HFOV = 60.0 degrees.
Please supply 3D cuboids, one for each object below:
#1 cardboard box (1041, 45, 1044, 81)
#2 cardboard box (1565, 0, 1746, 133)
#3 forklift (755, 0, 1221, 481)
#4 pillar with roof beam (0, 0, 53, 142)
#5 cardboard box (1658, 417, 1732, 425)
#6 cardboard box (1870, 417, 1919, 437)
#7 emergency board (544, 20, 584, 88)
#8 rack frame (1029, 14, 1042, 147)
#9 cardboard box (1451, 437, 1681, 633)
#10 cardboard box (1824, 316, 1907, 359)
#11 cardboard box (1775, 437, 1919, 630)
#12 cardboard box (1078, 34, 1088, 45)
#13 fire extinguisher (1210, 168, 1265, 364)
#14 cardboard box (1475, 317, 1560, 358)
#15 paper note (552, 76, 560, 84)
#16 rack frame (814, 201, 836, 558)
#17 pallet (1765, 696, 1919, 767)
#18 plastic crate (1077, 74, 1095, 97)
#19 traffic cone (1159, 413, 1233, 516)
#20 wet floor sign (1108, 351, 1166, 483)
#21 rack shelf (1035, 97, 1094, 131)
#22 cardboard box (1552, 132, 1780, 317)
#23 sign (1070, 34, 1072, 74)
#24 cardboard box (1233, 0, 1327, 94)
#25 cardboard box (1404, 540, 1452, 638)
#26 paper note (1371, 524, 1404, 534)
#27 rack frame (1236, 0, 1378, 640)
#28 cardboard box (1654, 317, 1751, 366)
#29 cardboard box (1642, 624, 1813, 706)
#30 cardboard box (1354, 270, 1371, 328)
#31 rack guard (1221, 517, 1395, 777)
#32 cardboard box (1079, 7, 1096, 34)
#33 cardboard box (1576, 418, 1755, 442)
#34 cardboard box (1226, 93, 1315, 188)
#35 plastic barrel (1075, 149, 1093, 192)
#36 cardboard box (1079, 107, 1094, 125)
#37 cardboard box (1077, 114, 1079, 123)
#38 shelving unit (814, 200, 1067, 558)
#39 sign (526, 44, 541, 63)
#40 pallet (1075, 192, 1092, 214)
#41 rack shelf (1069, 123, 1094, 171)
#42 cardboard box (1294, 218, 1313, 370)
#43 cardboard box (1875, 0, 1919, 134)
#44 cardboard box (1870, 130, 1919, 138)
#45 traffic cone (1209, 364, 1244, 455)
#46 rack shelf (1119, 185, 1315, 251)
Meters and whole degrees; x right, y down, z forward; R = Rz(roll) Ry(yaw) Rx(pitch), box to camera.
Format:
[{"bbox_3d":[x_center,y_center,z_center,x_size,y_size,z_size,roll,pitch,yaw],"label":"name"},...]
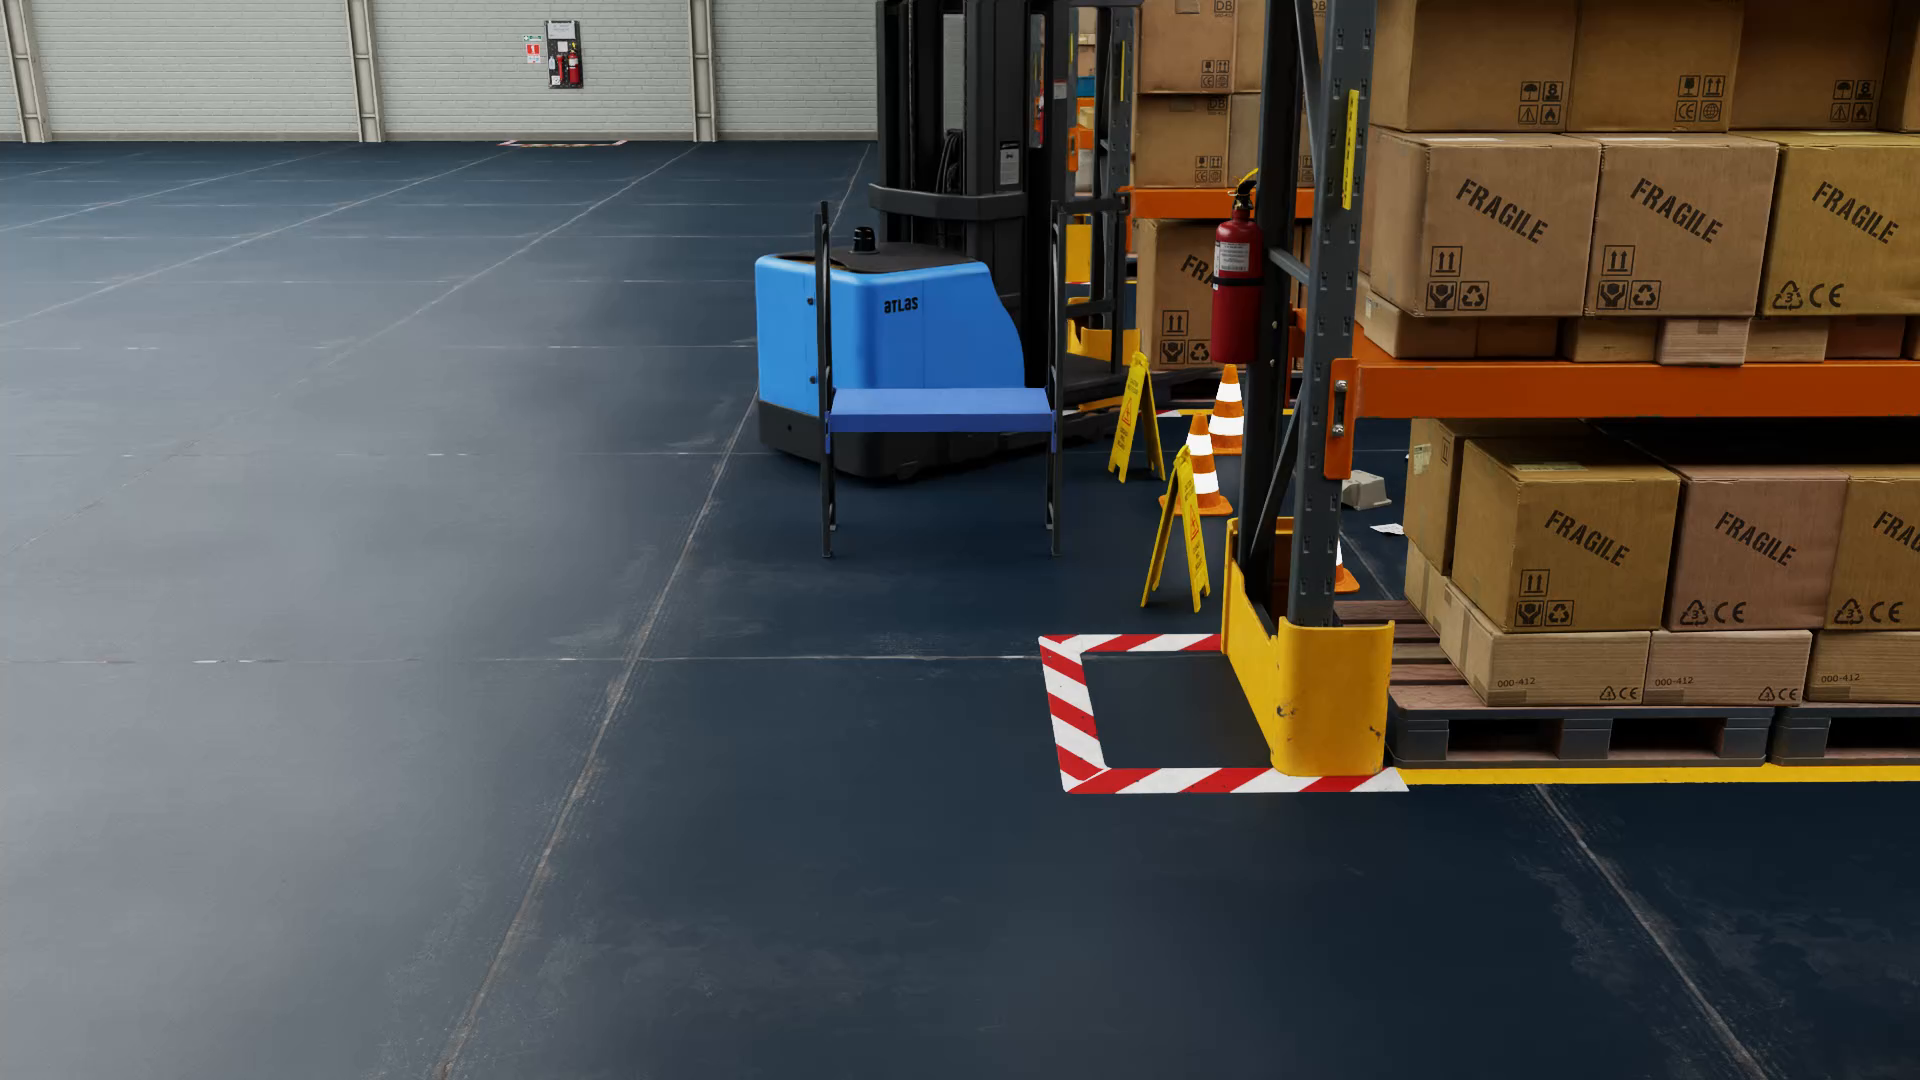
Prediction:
[{"bbox_3d":[1.252,-6.956,24.202,0.500,0.500,0.700,0,18,-1],"label":"cardboard box"},{"bbox_3d":[2.107,-1.593,5.358,0.500,0.500,0.700,0,18,0],"label":"cardboard box"},{"bbox_3d":[0.354,-2.049,9.180,3.031,2.935,1.130,-15,23,-38],"label":"forklift"},{"bbox_3d":[-16.541,-10.146,24.487,0.400,9.000,9.100,0,18,-1],"label":"pillar with roof beam"},{"bbox_3d":[2.508,-0.521,5.828,0.250,0.149,0.380,0,18,0],"label":"cardboard box"},{"bbox_3d":[3.446,-0.197,5.879,0.500,0.500,0.500,1,18,2],"label":"cardboard box"},{"bbox_3d":[-7.082,-8.662,29.682,0.643,1.169,0.194,0,18,-1],"label":"emergency board"},{"bbox_3d":[0.859,-5.398,19.506,0.127,3.000,1.000,0,18,-1],"label":"rack frame"},{"bbox_3d":[1.929,-0.026,5.346,0.500,0.500,0.500,-1,18,-3],"label":"cardboard box"},{"bbox_3d":[2.732,-0.677,5.203,0.250,0.149,0.380,0,18,1],"label":"cardboard box"},{"bbox_3d":[2.953,-0.029,5.358,0.500,0.500,0.500,0,18,0],"label":"cardboard box"},{"bbox_3d":[1.694,-7.206,23.918,0.250,0.149,0.380,0,18,-1],"label":"cardboard box"},{"bbox_3d":[0.972,-0.962,5.804,0.183,0.674,0.296,0,18,-1],"label":"fire extinguisher"},{"bbox_3d":[1.689,-0.683,5.219,0.250,0.149,0.380,0,18,0],"label":"cardboard box"},{"bbox_3d":[-7.260,-8.263,29.879,0.142,0.148,0.016,0,18,-1],"label":"paper note"},{"bbox_3d":[-0.594,-0.711,7.353,0.032,1.500,0.500,0,18,-1],"label":"rack frame"},{"bbox_3d":[3.200,0.471,5.776,1.213,0.211,1.003,0,18,-1],"label":"pallet"},{"bbox_3d":[1.355,-5.421,19.821,0.616,0.251,0.499,0,18,-1],"label":"plastic crate"},{"bbox_3d":[1.146,-0.384,8.029,0.334,0.463,0.336,0,18,-1],"label":"traffic cone"},{"bbox_3d":[0.917,-0.644,8.541,0.232,0.644,0.267,-3,18,-10],"label":"wet floor sign"},{"bbox_3d":[2.859,-5.065,19.646,4.000,0.370,1.077,0,18,-1],"label":"rack shelf"},{"bbox_3d":[2.090,-0.969,5.048,0.500,0.500,0.500,0,18,1],"label":"cardboard box"},{"bbox_3d":[0.946,-4.131,14.142,0.005,0.325,0.100,0,18,-1],"label":"sign"},{"bbox_3d":[1.835,-2.976,9.944,0.550,0.550,0.875,0,18,-1],"label":"cardboard box"},{"bbox_3d":[1.922,0.165,5.980,0.500,0.250,0.500,0,18,-1],"label":"cardboard box"},{"bbox_3d":[2.008,-0.057,7.718,0.142,0.019,0.148,-7,19,-20],"label":"paper note"},{"bbox_3d":[1.094,-0.858,5.355,0.127,3.000,1.000,0,18,-1],"label":"rack frame"},{"bbox_3d":[2.210,-0.646,5.106,0.250,0.149,0.380,0,18,0],"label":"cardboard box"},{"bbox_3d":[2.415,0.331,5.460,0.500,0.250,0.500,0,18,1],"label":"cardboard box"},{"bbox_3d":[1.464,-0.806,5.603,0.250,0.149,0.380,0,18,1],"label":"cardboard box"},{"bbox_3d":[1.170,0.332,5.738,0.348,0.500,1.175,0,18,-1],"label":"rack guard"},{"bbox_3d":[1.831,-7.579,24.017,0.500,0.500,0.700,-1,18,-2],"label":"cardboard box"},{"bbox_3d":[2.413,-0.193,5.868,0.500,0.500,0.500,0,18,1],"label":"cardboard box"},{"bbox_3d":[1.835,-2.466,10.121,0.550,0.550,0.875,0,18,-1],"label":"cardboard box"},{"bbox_3d":[1.516,-4.440,19.905,0.421,0.512,0.421,0,18,0],"label":"plastic barrel"},{"bbox_3d":[1.219,-3.830,15.030,0.250,0.149,0.380,0,18,-1],"label":"cardboard box"},{"bbox_3d":[1.824,-6.096,24.269,0.500,0.500,0.500,0,18,-1],"label":"cardboard box"},{"bbox_3d":[-0.085,-0.714,7.360,1.048,1.500,0.538,0,18,-1],"label":"shelving unit"},{"bbox_3d":[-7.636,-8.708,29.766,0.234,0.329,0.001,0,18,-1],"label":"sign"},{"bbox_3d":[1.747,-4.087,19.985,1.213,0.211,1.003,0,18,-1],"label":"pallet"},{"bbox_3d":[2.937,-3.552,14.930,4.000,0.370,1.077,0,18,-1],"label":"rack shelf"},{"bbox_3d":[2.472,-1.586,10.415,0.875,0.875,0.875,-1,18,-2],"label":"cardboard box"},{"bbox_3d":[3.117,-1.587,5.339,0.500,0.500,0.700,0,18,-1],"label":"cardboard box"},{"bbox_3d":[3.108,-0.976,5.073,0.500,0.500,0.500,-1,18,-2],"label":"cardboard box"},{"bbox_3d":[1.468,-0.730,9.110,0.334,0.463,0.336,0,18,-1],"label":"traffic cone"},{"bbox_3d":[2.915,-2.037,10.207,4.000,0.370,1.077,0,18,-1],"label":"rack shelf"}]
